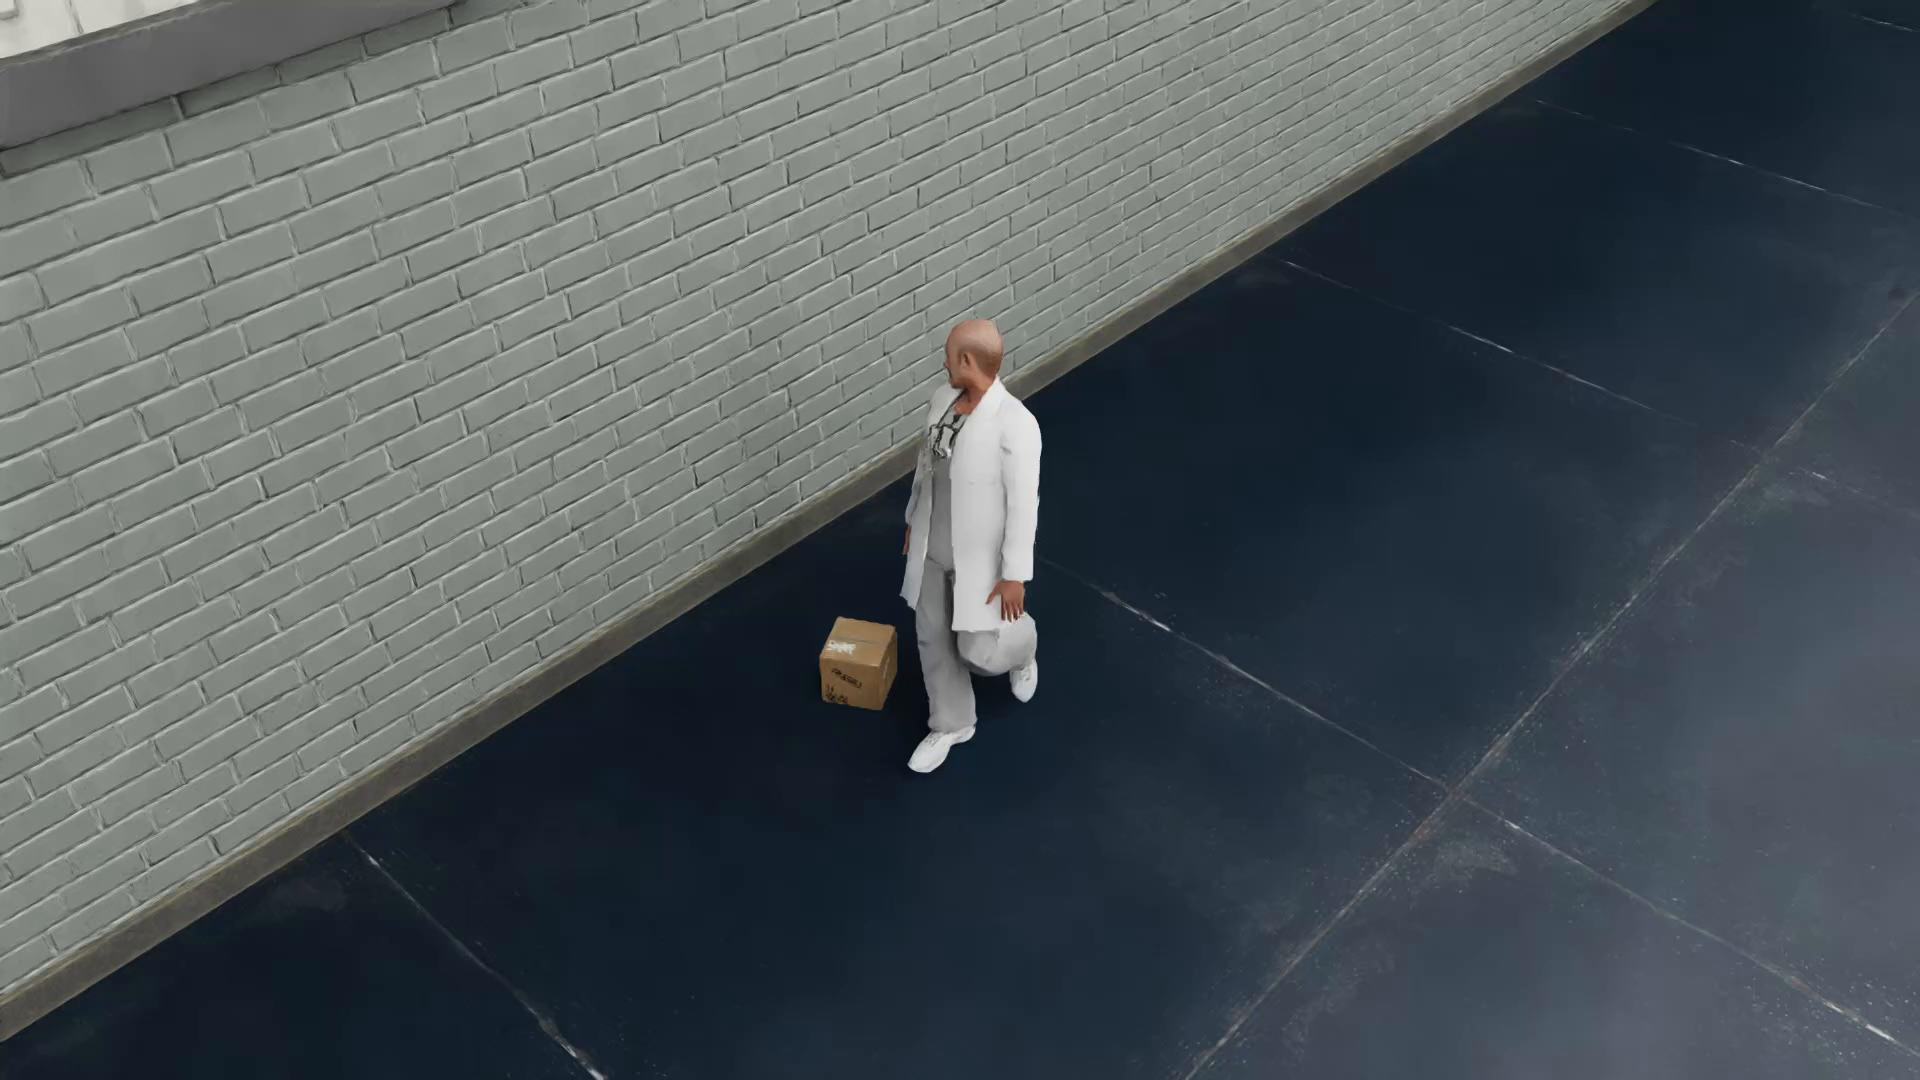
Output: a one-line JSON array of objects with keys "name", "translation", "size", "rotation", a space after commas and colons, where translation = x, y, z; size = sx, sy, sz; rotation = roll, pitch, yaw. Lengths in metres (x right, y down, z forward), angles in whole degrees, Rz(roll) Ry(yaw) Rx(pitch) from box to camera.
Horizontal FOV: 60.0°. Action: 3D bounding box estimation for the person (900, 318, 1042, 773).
[{"name": "person", "translation": [0.014, 0.050, 6.141], "size": [0.683, 1.733, 0.749], "rotation": [28, 47, 31]}]
